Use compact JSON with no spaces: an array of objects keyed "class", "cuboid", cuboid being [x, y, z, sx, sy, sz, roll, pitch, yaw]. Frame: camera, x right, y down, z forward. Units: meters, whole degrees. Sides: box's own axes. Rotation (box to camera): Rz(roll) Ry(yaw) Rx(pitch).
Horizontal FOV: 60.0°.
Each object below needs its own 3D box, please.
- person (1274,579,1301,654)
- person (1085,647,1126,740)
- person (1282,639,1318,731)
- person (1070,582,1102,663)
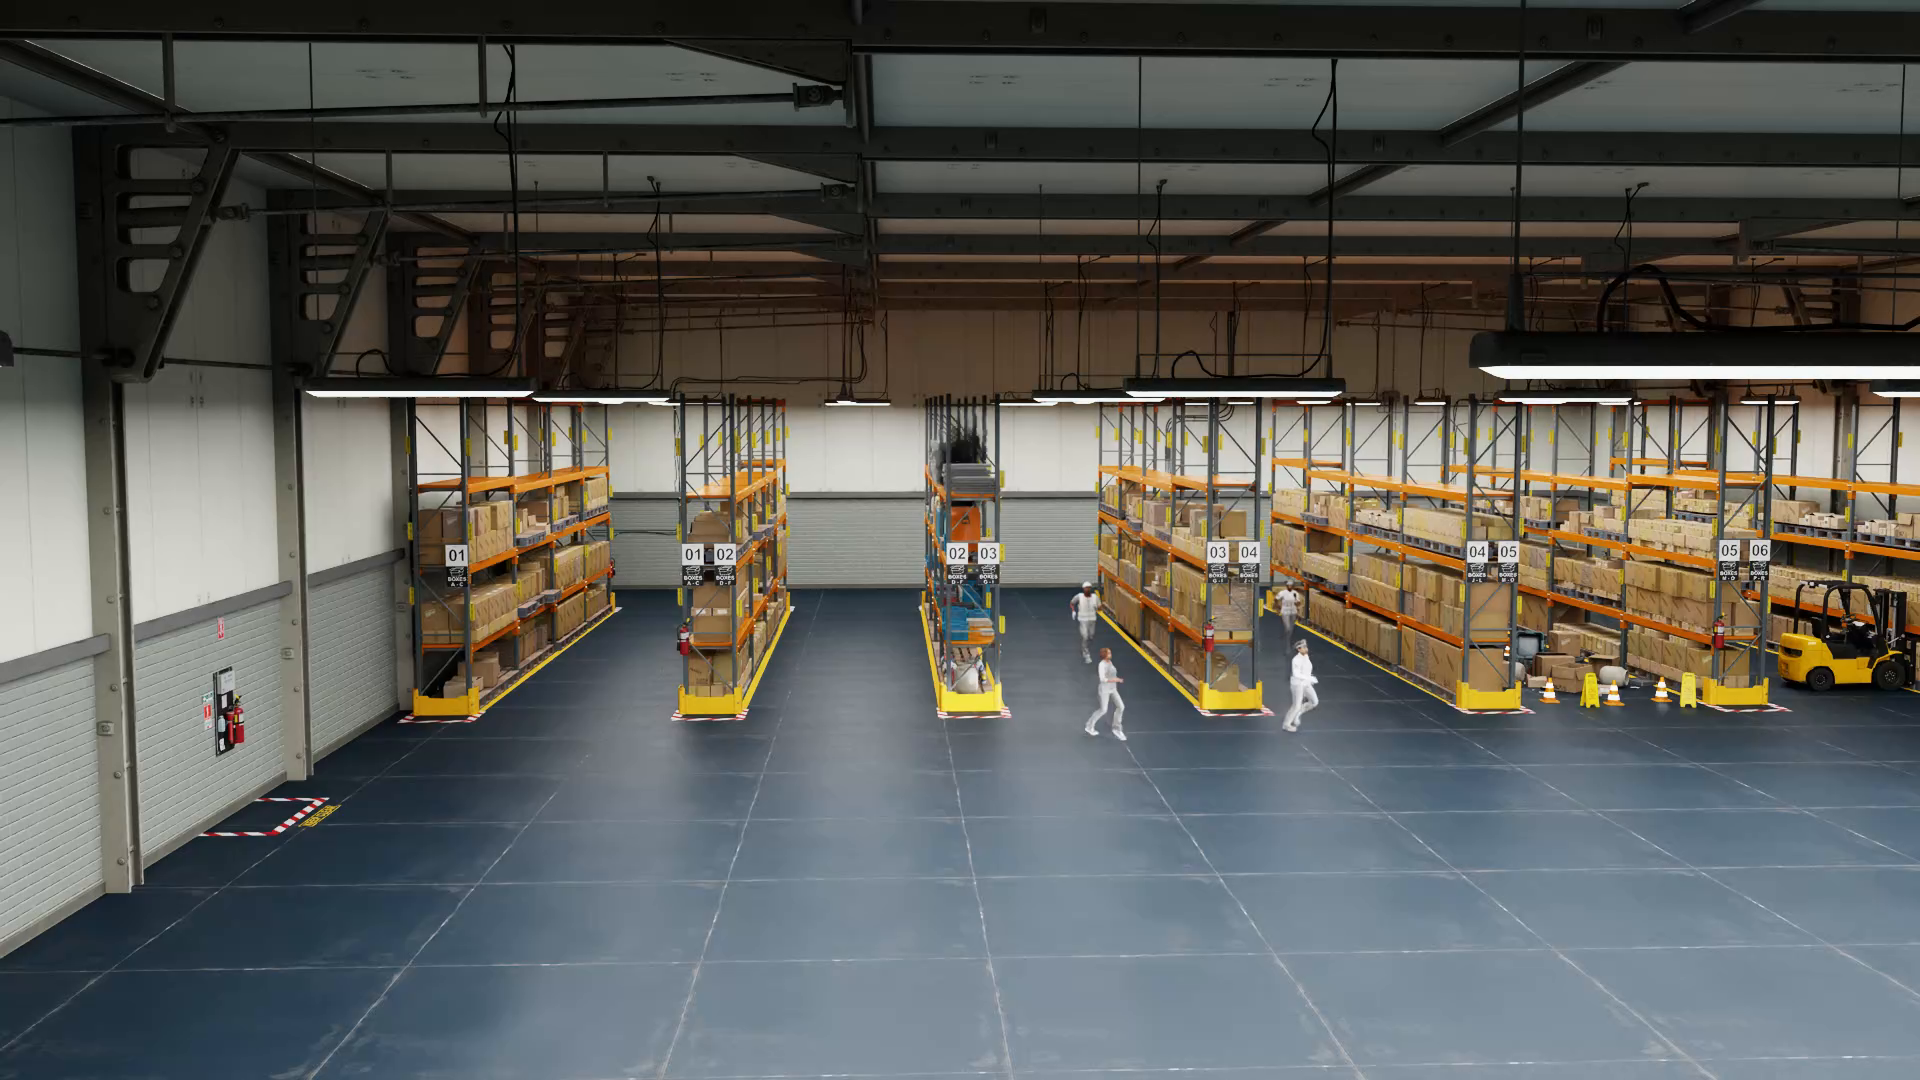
[{"class":"person","cuboid":[7.739,1.783,39.180,0.549,1.756,0.778,-1,5,-12]},{"class":"person","cuboid":[2.536,2.656,28.905,0.733,1.620,0.541,3,5,32]},{"class":"person","cuboid":[6.073,2.563,29.446,0.702,1.650,0.646,4,6,43]},{"class":"person","cuboid":[2.882,1.831,37.588,0.679,1.777,0.954,-1,5,-13]}]
